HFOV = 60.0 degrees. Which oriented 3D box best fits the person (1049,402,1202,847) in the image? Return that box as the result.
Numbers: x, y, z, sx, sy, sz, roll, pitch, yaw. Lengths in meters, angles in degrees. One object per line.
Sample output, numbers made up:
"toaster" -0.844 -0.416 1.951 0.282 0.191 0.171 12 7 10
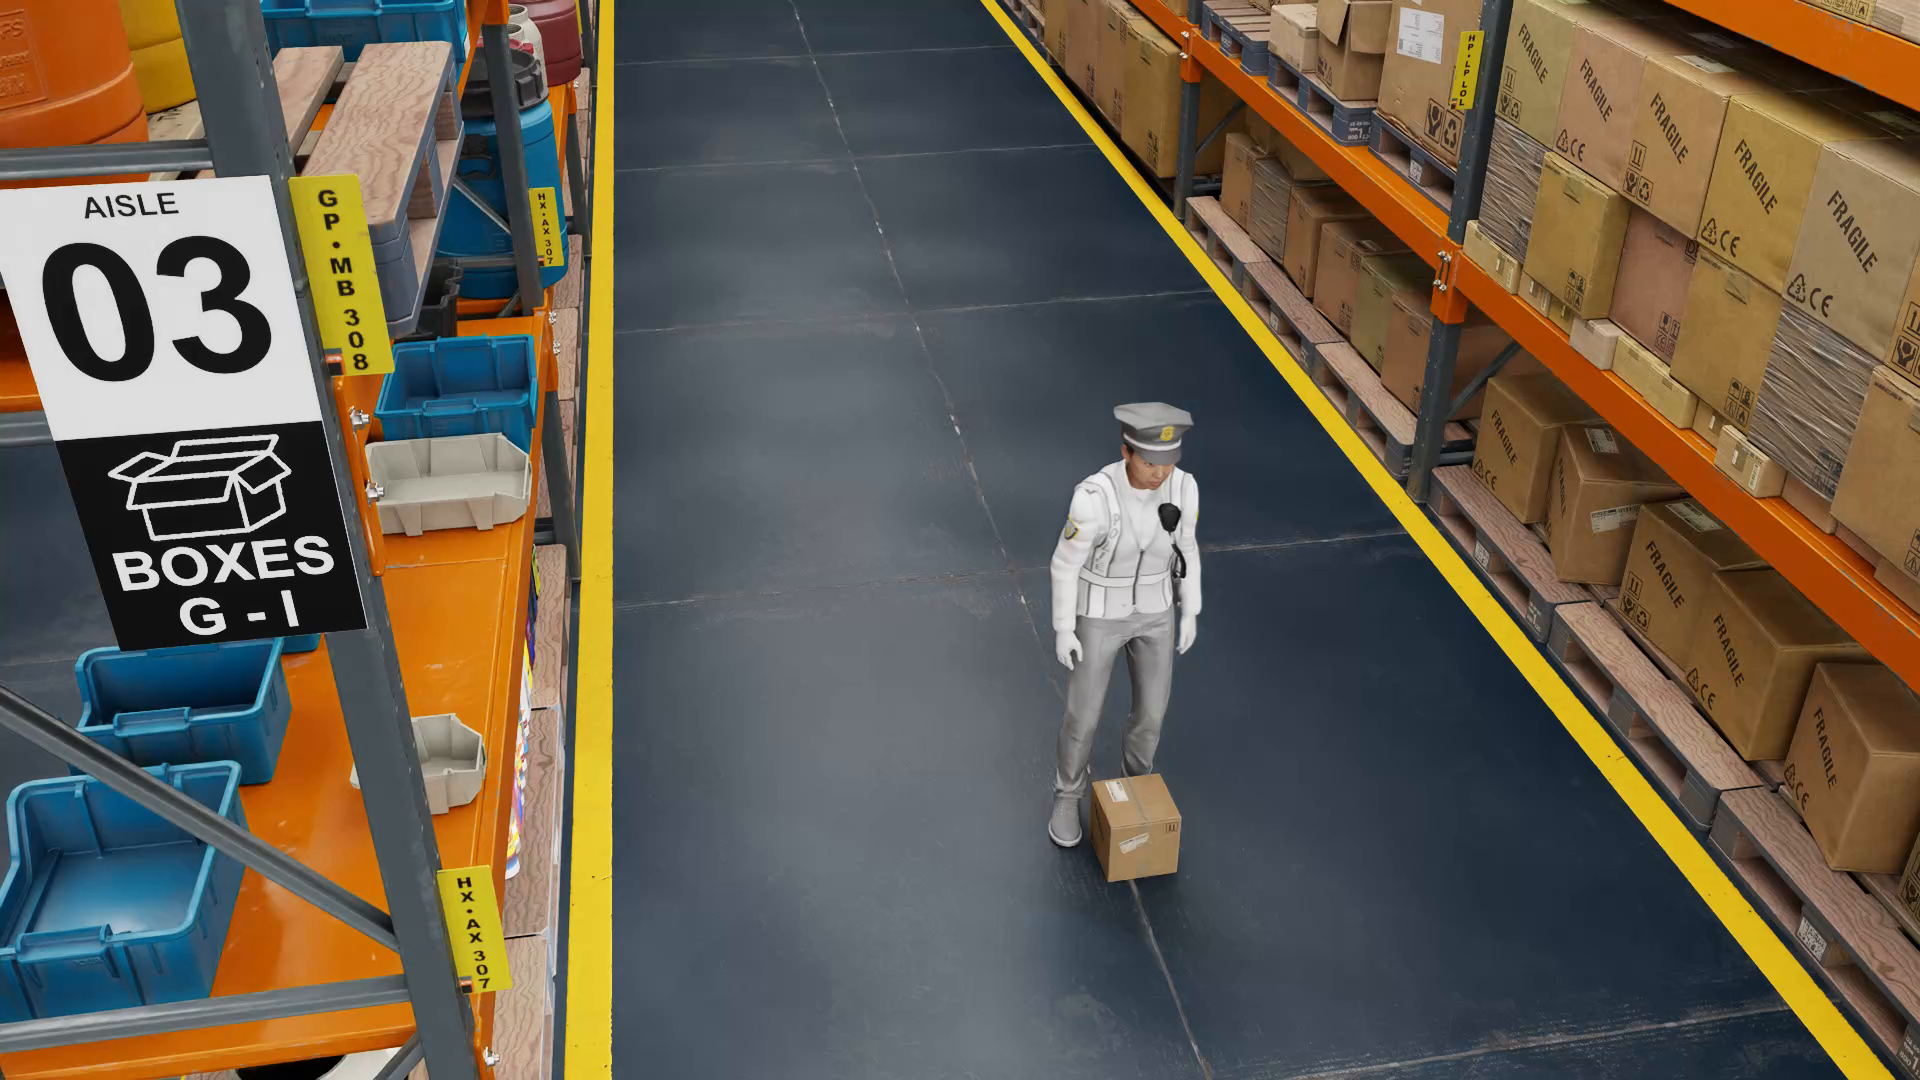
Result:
"person" 0.565 0.278 5.665 0.543 1.662 0.376 -7 32 -12
